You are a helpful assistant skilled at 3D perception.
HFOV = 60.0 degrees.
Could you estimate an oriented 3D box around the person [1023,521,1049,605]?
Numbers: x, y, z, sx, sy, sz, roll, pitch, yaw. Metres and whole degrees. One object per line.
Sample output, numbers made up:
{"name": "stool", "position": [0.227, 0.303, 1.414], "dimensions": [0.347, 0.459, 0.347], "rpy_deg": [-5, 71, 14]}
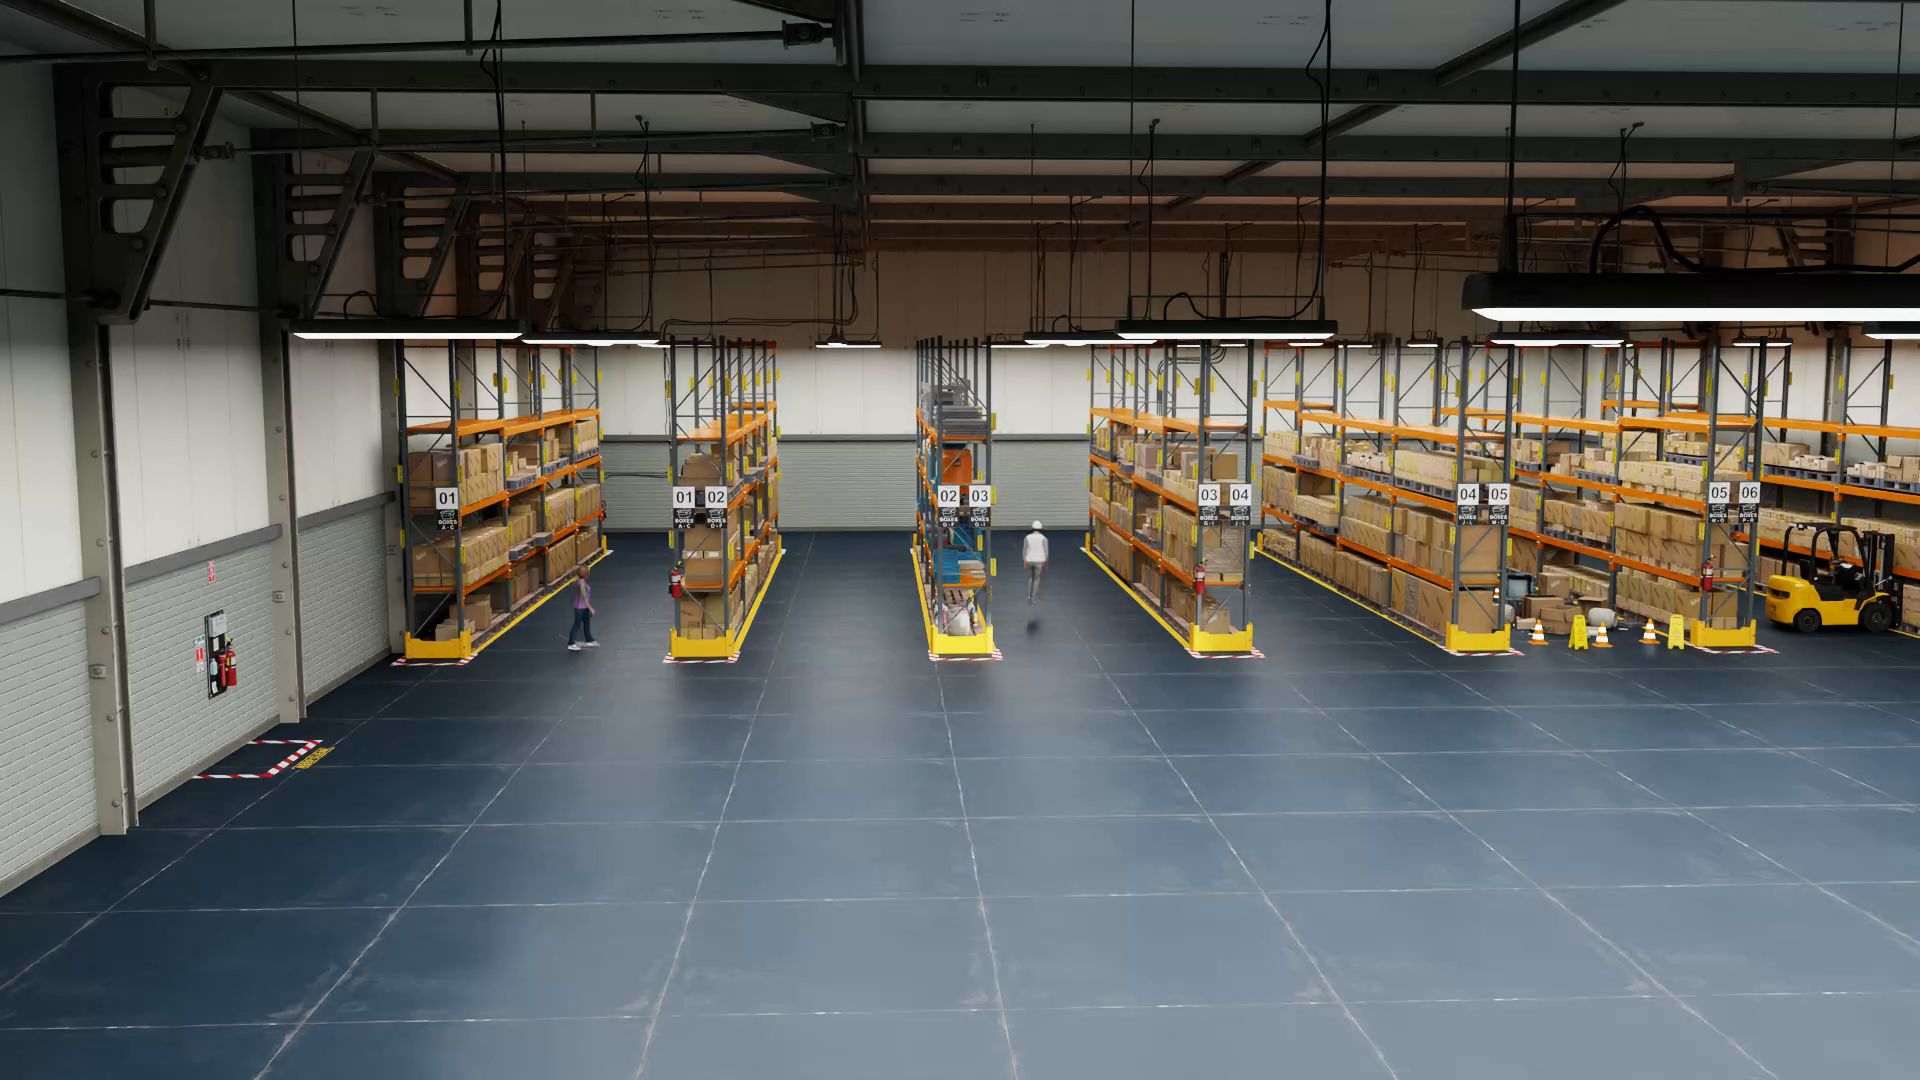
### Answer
{"name": "person", "position": [1.656, 0.511, 35.898], "dimensions": [0.521, 1.854, 0.421], "rpy_deg": [4, 8, 33]}

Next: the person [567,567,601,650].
{"name": "person", "position": [-7.271, 1.310, 32.066], "dimensions": [0.598, 1.589, 0.604], "rpy_deg": [-1, 7, -7]}
